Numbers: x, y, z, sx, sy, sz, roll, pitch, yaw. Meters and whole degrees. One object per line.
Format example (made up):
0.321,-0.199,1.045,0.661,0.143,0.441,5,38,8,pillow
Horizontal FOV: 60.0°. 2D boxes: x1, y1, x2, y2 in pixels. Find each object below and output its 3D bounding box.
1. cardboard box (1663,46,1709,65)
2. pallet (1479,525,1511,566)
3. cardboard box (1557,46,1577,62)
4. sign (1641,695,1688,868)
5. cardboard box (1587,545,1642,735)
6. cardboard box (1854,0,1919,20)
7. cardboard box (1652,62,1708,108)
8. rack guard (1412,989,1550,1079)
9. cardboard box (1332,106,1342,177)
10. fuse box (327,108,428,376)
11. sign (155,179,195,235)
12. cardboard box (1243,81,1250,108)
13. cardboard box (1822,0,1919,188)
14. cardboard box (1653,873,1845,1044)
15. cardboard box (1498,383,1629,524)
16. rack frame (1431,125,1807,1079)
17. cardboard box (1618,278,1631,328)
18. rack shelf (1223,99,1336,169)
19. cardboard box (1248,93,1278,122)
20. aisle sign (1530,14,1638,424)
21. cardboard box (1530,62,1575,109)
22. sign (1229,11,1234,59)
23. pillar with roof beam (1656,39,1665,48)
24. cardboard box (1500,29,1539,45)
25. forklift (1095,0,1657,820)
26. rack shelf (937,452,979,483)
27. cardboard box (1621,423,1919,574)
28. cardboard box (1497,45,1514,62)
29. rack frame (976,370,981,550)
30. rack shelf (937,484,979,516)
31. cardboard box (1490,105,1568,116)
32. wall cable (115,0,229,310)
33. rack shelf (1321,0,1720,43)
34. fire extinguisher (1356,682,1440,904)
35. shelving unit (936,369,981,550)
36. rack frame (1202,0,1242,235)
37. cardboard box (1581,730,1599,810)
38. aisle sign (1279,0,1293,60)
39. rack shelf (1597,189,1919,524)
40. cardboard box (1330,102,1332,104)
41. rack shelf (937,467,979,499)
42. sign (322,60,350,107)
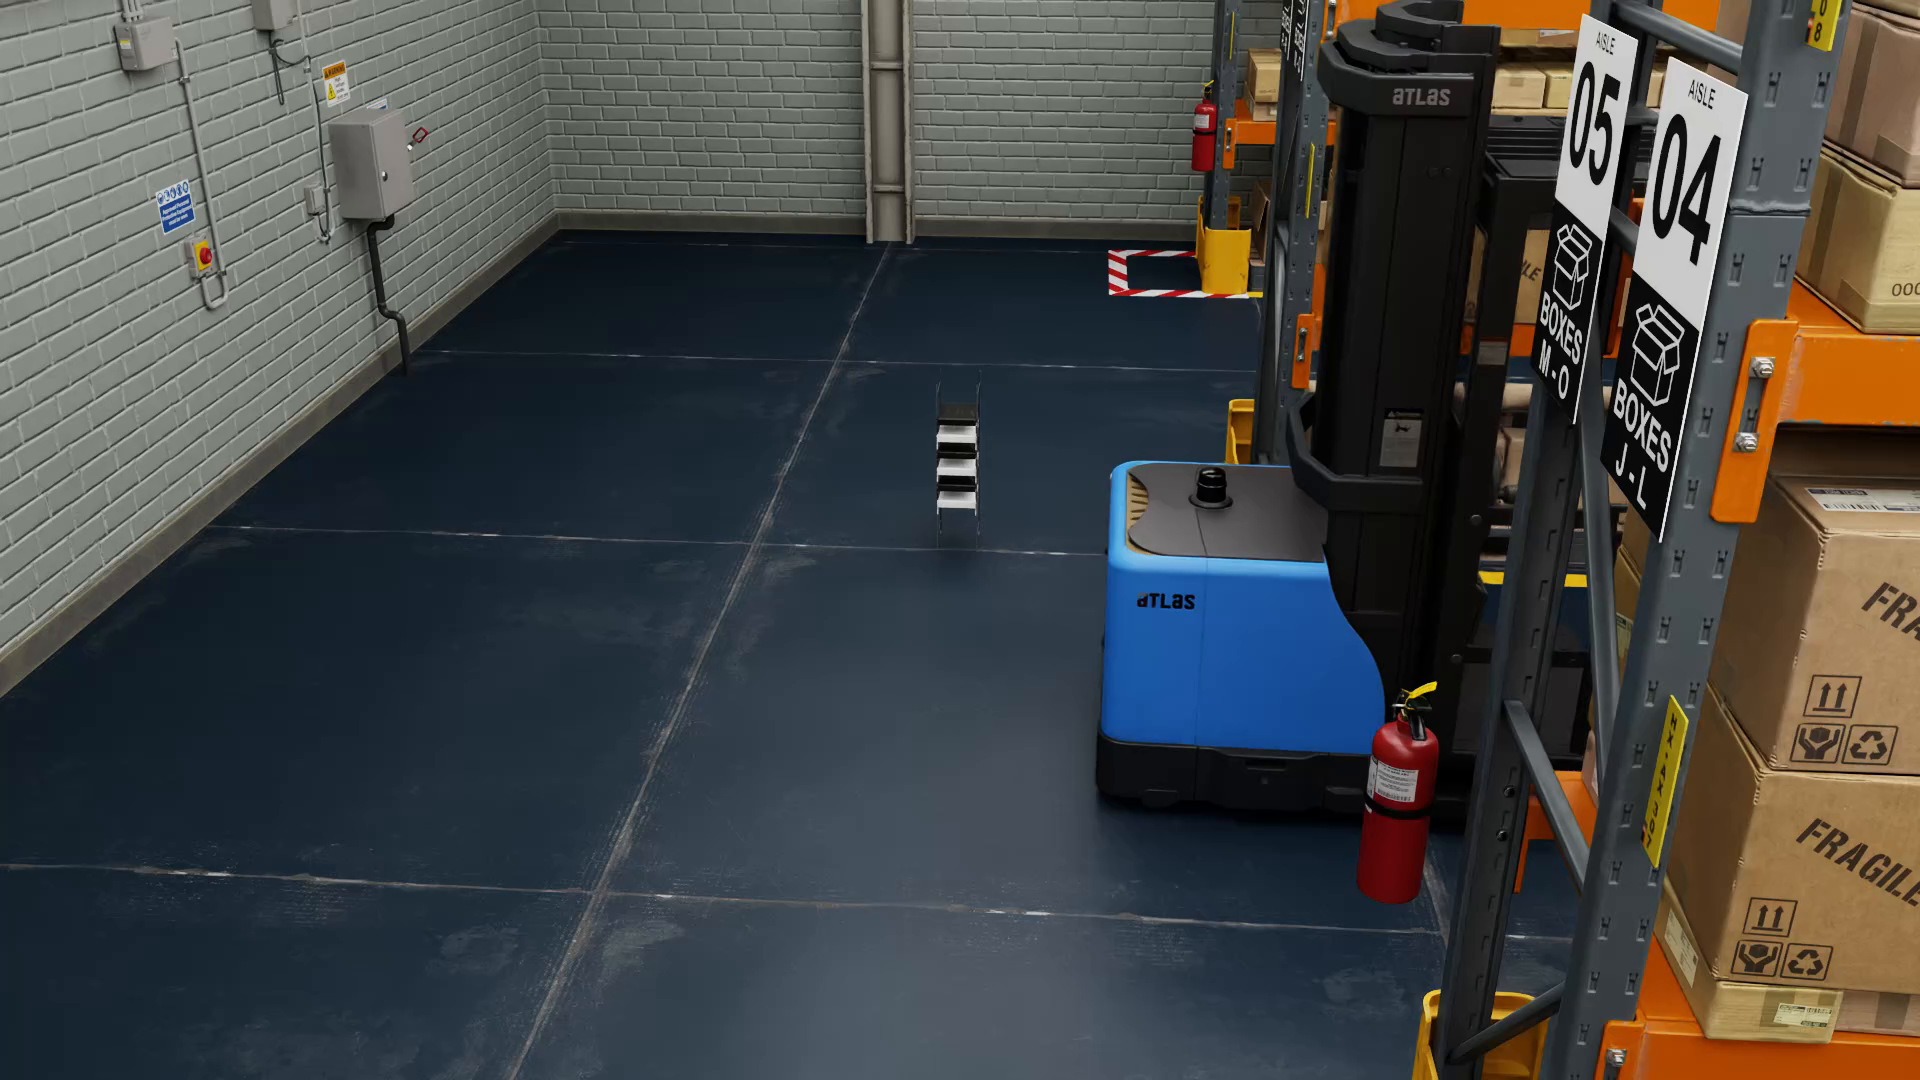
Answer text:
3.556,-2.276,8.015,0.250,0.149,0.380,3,25,6,cardboard box
2.449,-0.184,8.897,1.213,0.211,1.003,2,25,4,pallet
3.041,-2.275,8.015,0.250,0.149,0.380,2,25,4,cardboard box
1.326,0.456,3.136,0.005,0.325,0.100,2,25,4,sign
1.835,0.349,3.927,0.500,0.500,0.500,2,25,5,cardboard box
1.673,-0.975,2.796,0.250,0.149,0.380,2,25,4,cardboard box
3.271,-2.063,7.554,0.250,0.149,0.380,2,25,4,cardboard box
1.443,1.761,4.325,0.348,0.500,1.175,2,25,4,rack guard
2.145,-2.027,8.251,0.500,0.500,0.500,3,25,6,cardboard box
-3.672,-1.900,10.832,0.414,1.711,0.539,2,25,4,fuse box
-4.043,-1.719,8.574,0.001,0.218,0.327,2,25,4,sign
2.373,-3.500,13.068,0.250,0.149,0.380,2,25,3,cardboard box
1.795,-0.776,2.841,0.500,0.250,0.500,2,25,5,cardboard box
1.665,0.884,3.541,0.250,0.149,0.380,2,25,4,cardboard box
3.225,-0.465,8.735,0.875,0.438,0.875,2,25,5,cardboard box
1.367,0.623,3.808,0.127,3.000,1.000,2,25,4,rack frame
3.115,-1.326,7.923,0.500,0.500,0.500,2,25,4,cardboard box
4.016,-3.122,12.806,4.000,0.370,1.077,2,25,4,rack shelf
2.329,-3.273,12.576,0.250,0.149,0.380,2,25,4,cardboard box
1.318,-0.686,3.542,0.004,0.787,0.394,2,25,4,aisle sign
2.759,-2.075,7.580,0.250,0.149,0.380,1,25,2,cardboard box
1.981,-3.680,12.123,0.005,0.325,0.100,2,25,4,sign
5.055,-4.713,8.228,0.400,9.000,9.100,2,25,4,pillar with roof beam
3.949,-3.745,12.228,0.500,0.500,0.500,2,25,5,cardboard box
2.081,-0.434,6.186,3.031,2.935,1.130,2,25,5,forklift
-0.008,-0.379,8.576,0.200,0.077,0.258,2,25,4,rack shelf
1.843,-0.101,3.710,0.500,0.500,0.500,1,25,3,cardboard box
2.538,-2.339,8.152,0.250,0.149,0.380,2,25,3,cardboard box
0.093,-0.406,8.555,0.006,0.900,0.240,2,25,4,rack frame
-0.008,-0.215,8.652,0.200,0.077,0.258,2,25,4,rack shelf
2.618,-1.796,7.748,0.500,0.500,0.500,1,25,3,cardboard box
-3.978,-2.090,8.451,0.123,1.953,0.585,2,25,4,wall cable
3.640,-2.415,7.683,4.000,0.370,1.077,2,25,4,rack shelf
1.152,0.627,4.338,0.183,0.674,0.296,2,25,4,fire extinguisher
-0.008,-0.409,8.562,0.210,0.900,0.258,2,25,4,shelving unit
2.022,-3.512,12.795,0.127,3.000,1.000,2,25,4,rack frame
1.714,0.630,4.094,0.250,0.149,0.380,2,25,4,cardboard box
1.598,-2.756,8.041,0.004,0.787,0.394,2,25,4,aisle sign
3.362,-0.349,3.192,4.000,0.370,1.077,2,25,4,rack shelf
2.956,-3.437,12.454,0.500,0.250,0.500,2,25,5,cardboard box
-0.008,-0.297,8.614,0.200,0.077,0.258,2,25,4,rack shelf
-3.883,-2.844,10.354,0.001,0.242,0.339,2,25,4,sign
